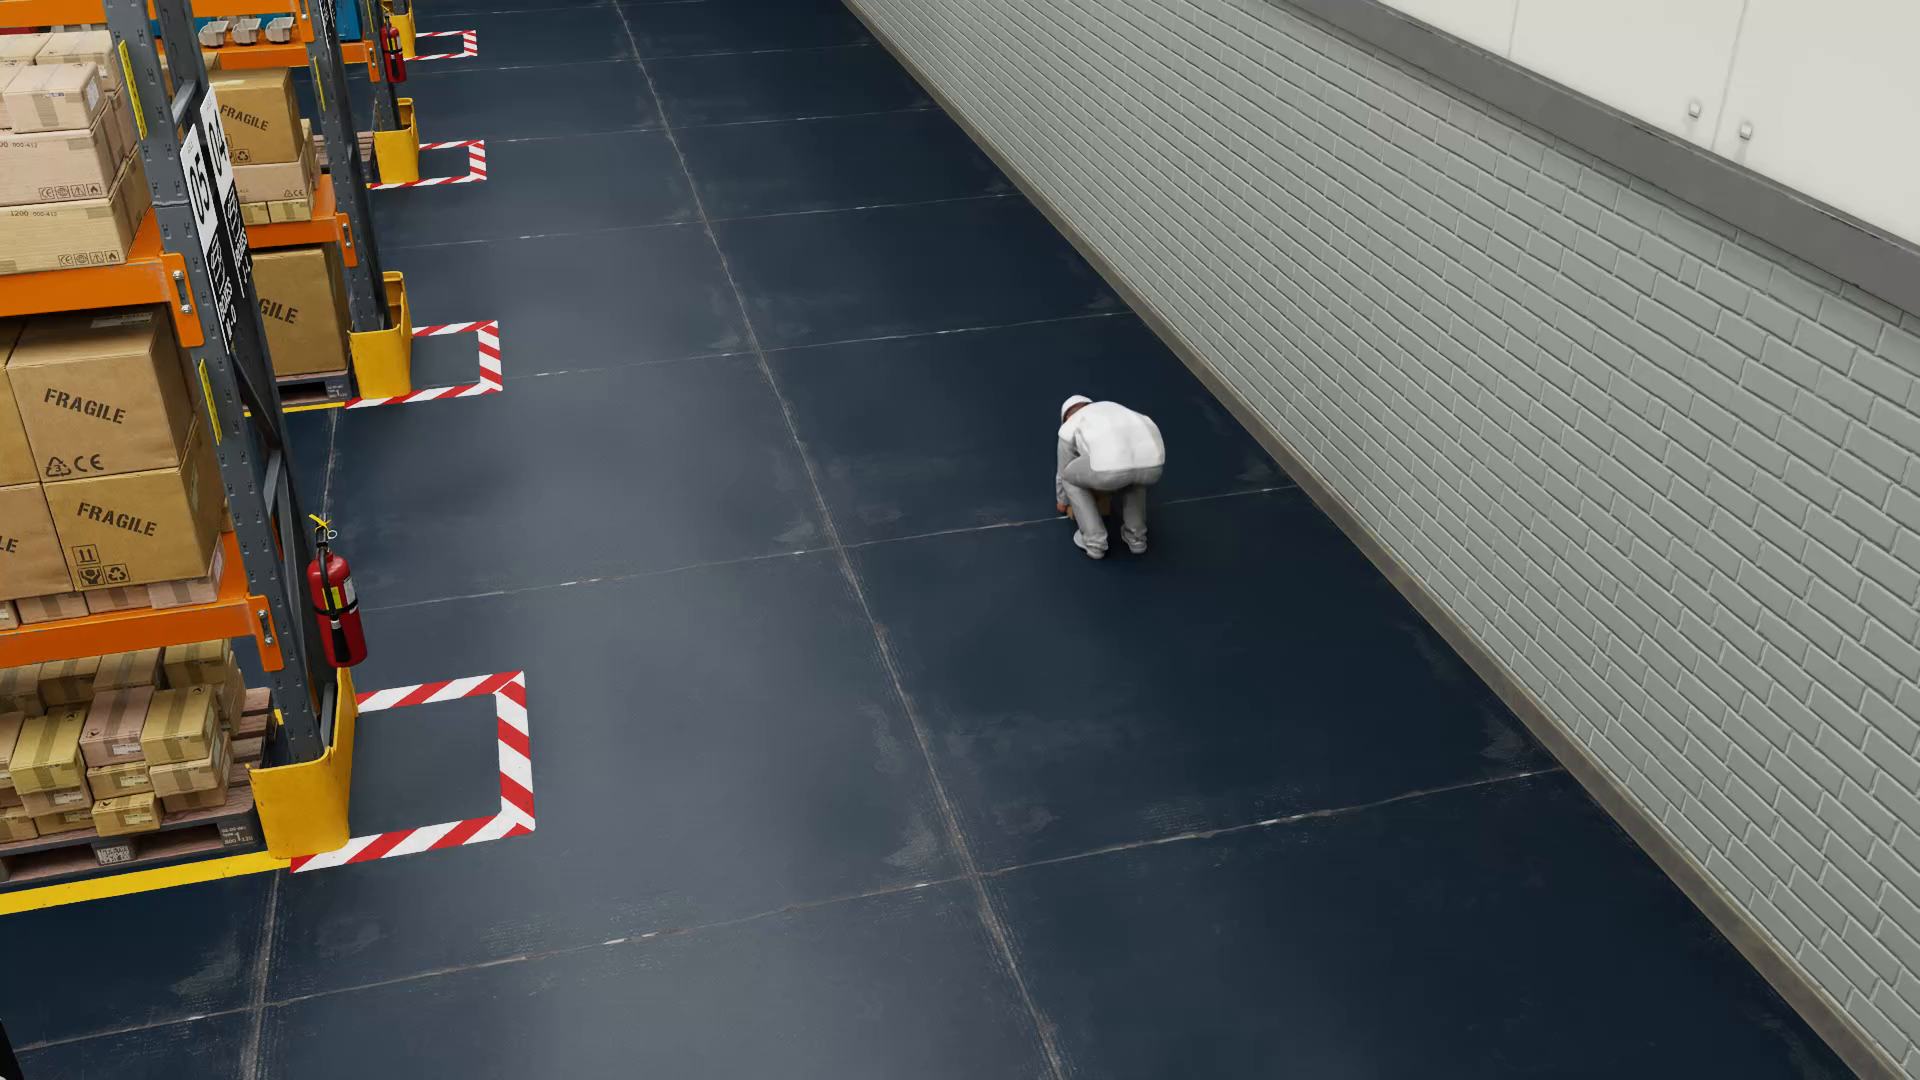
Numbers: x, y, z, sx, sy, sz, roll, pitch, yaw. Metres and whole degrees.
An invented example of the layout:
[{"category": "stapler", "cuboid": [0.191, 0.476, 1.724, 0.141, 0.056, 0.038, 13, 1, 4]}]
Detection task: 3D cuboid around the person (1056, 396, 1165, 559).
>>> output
[{"category": "person", "cuboid": [0.843, -0.430, 9.861, 0.520, 0.896, 1.003, -9, 31, -15]}]
